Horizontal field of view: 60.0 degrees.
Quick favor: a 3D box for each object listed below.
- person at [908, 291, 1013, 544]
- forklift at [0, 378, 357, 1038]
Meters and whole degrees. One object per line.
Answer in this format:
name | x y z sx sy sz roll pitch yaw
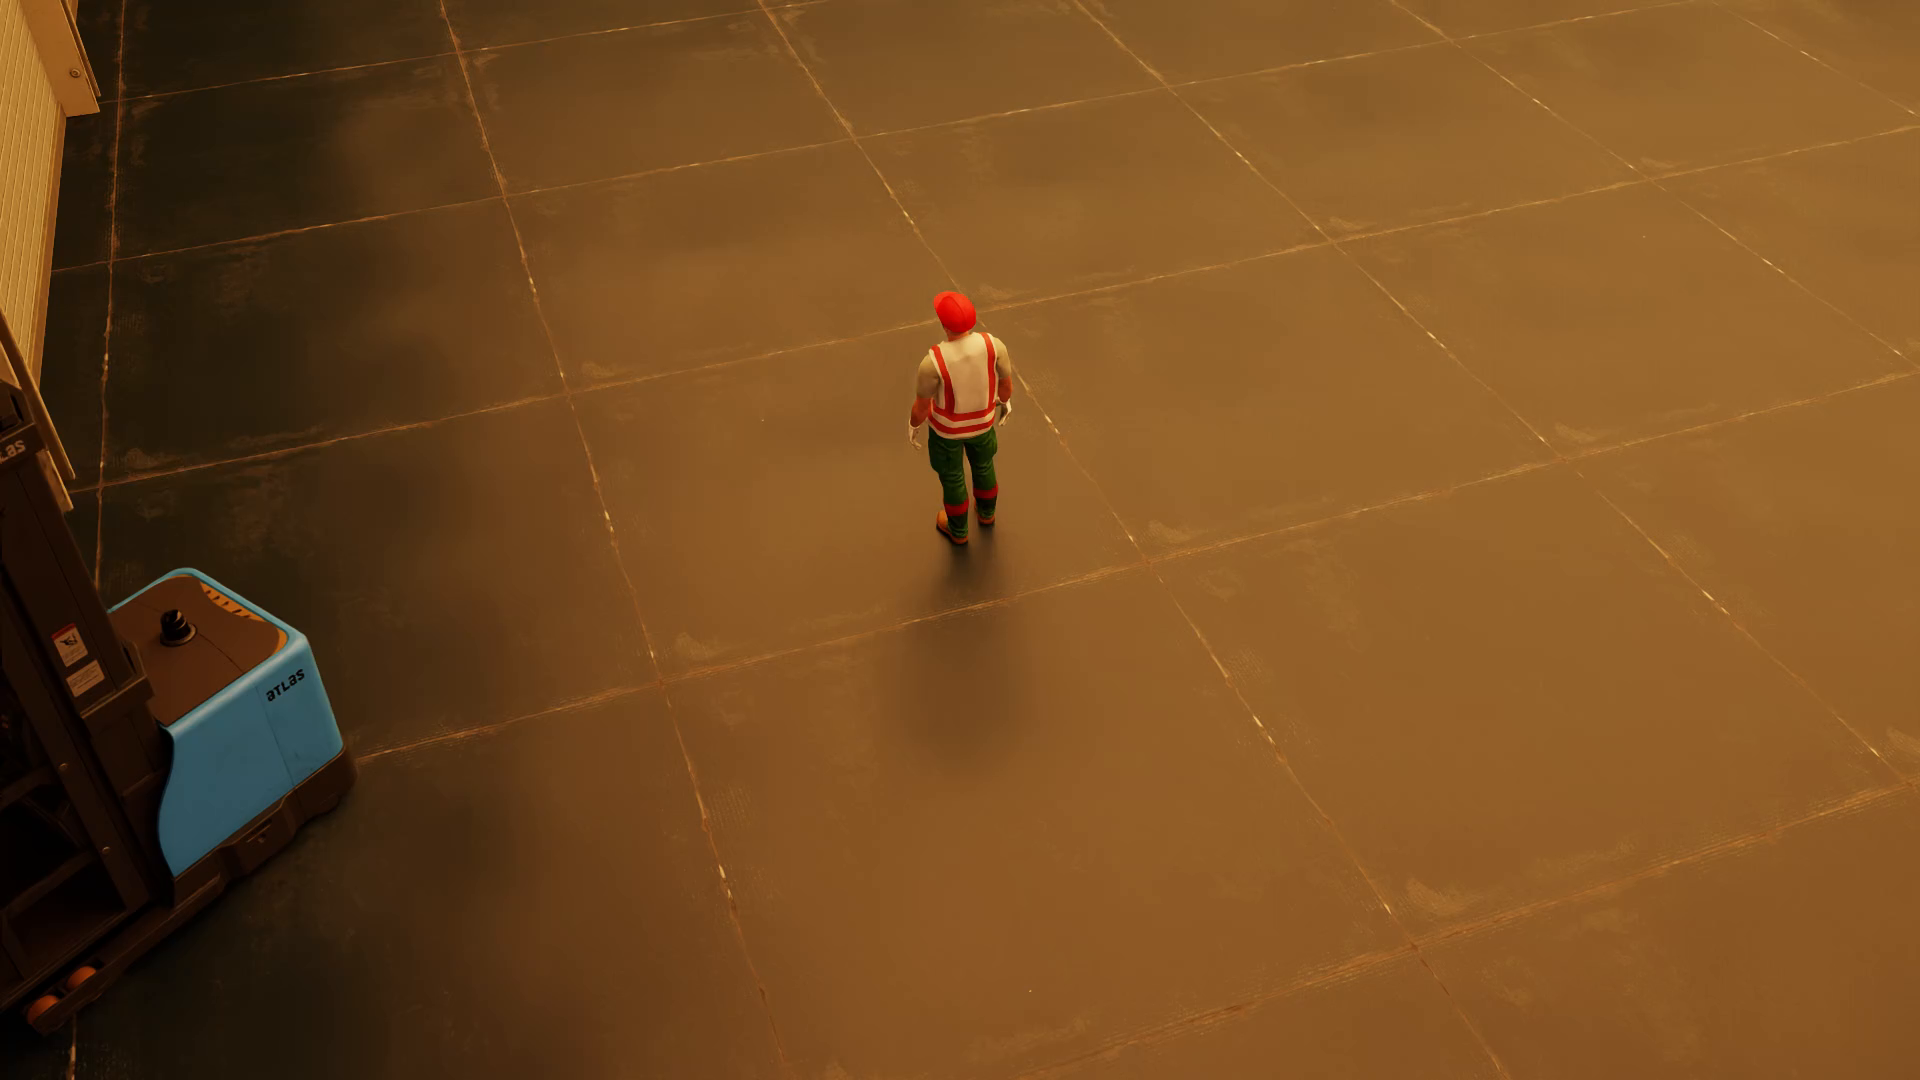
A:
person | -0.016 -0.742 9.756 0.637 1.787 0.564 -13 42 -15
forklift | -4.403 0.770 7.080 1.130 2.935 3.031 24 46 26
